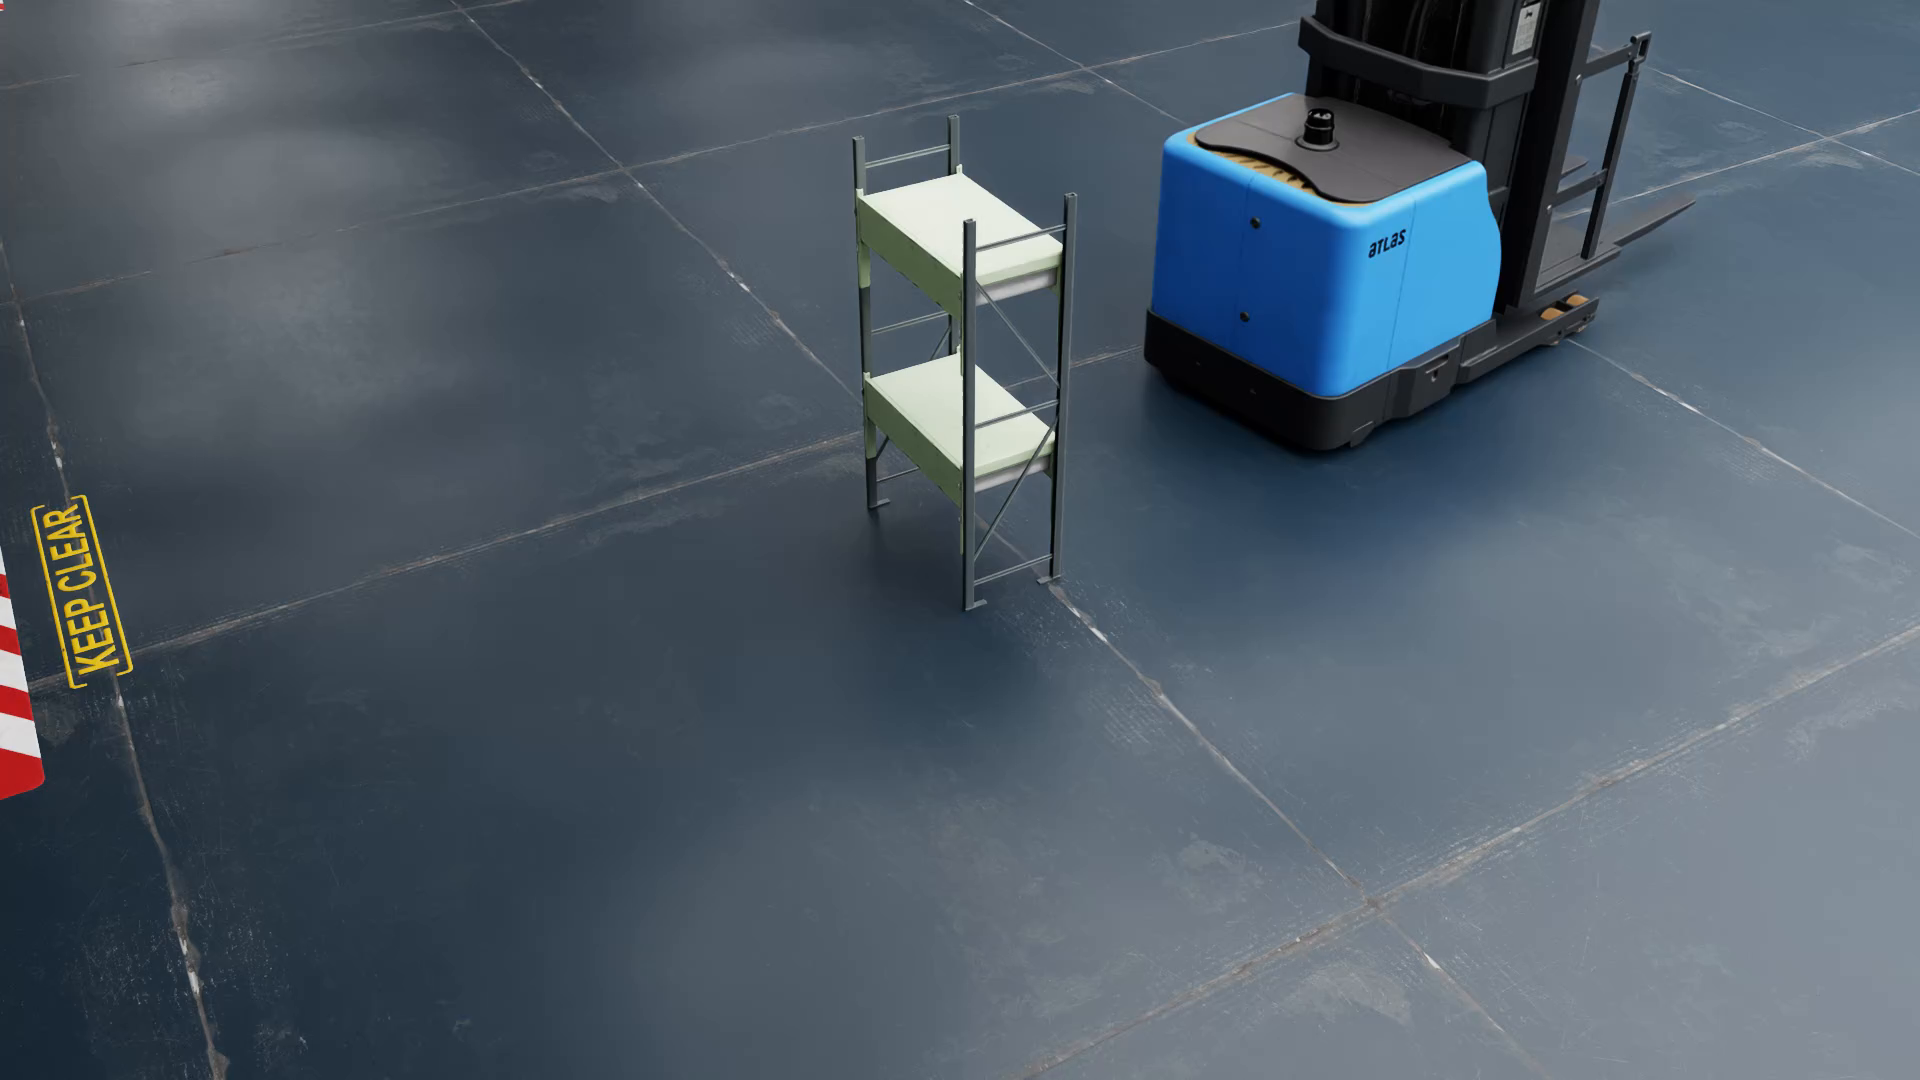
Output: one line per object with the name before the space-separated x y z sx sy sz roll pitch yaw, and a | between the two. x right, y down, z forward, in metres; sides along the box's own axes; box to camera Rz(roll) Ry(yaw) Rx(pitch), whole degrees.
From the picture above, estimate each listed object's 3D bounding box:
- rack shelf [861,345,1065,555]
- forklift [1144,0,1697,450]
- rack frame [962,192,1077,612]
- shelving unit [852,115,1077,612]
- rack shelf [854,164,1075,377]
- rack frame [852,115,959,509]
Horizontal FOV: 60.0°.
rack shelf | 0.003 -0.339 5.995 0.431 0.370 0.720 -19 40 -24
forklift | 2.253 -2.266 6.867 3.031 2.935 1.130 -26 44 -31
rack frame | 0.187 -0.416 5.547 0.400 1.500 0.023 -19 40 -24
shelving unit | 0.003 -0.602 5.803 0.431 1.500 0.755 -19 40 -24
rack shelf | 0.003 -0.917 5.573 0.431 0.370 0.720 -19 40 -24
rack frame | -0.181 -0.789 6.059 0.400 1.500 0.023 -19 40 -24
